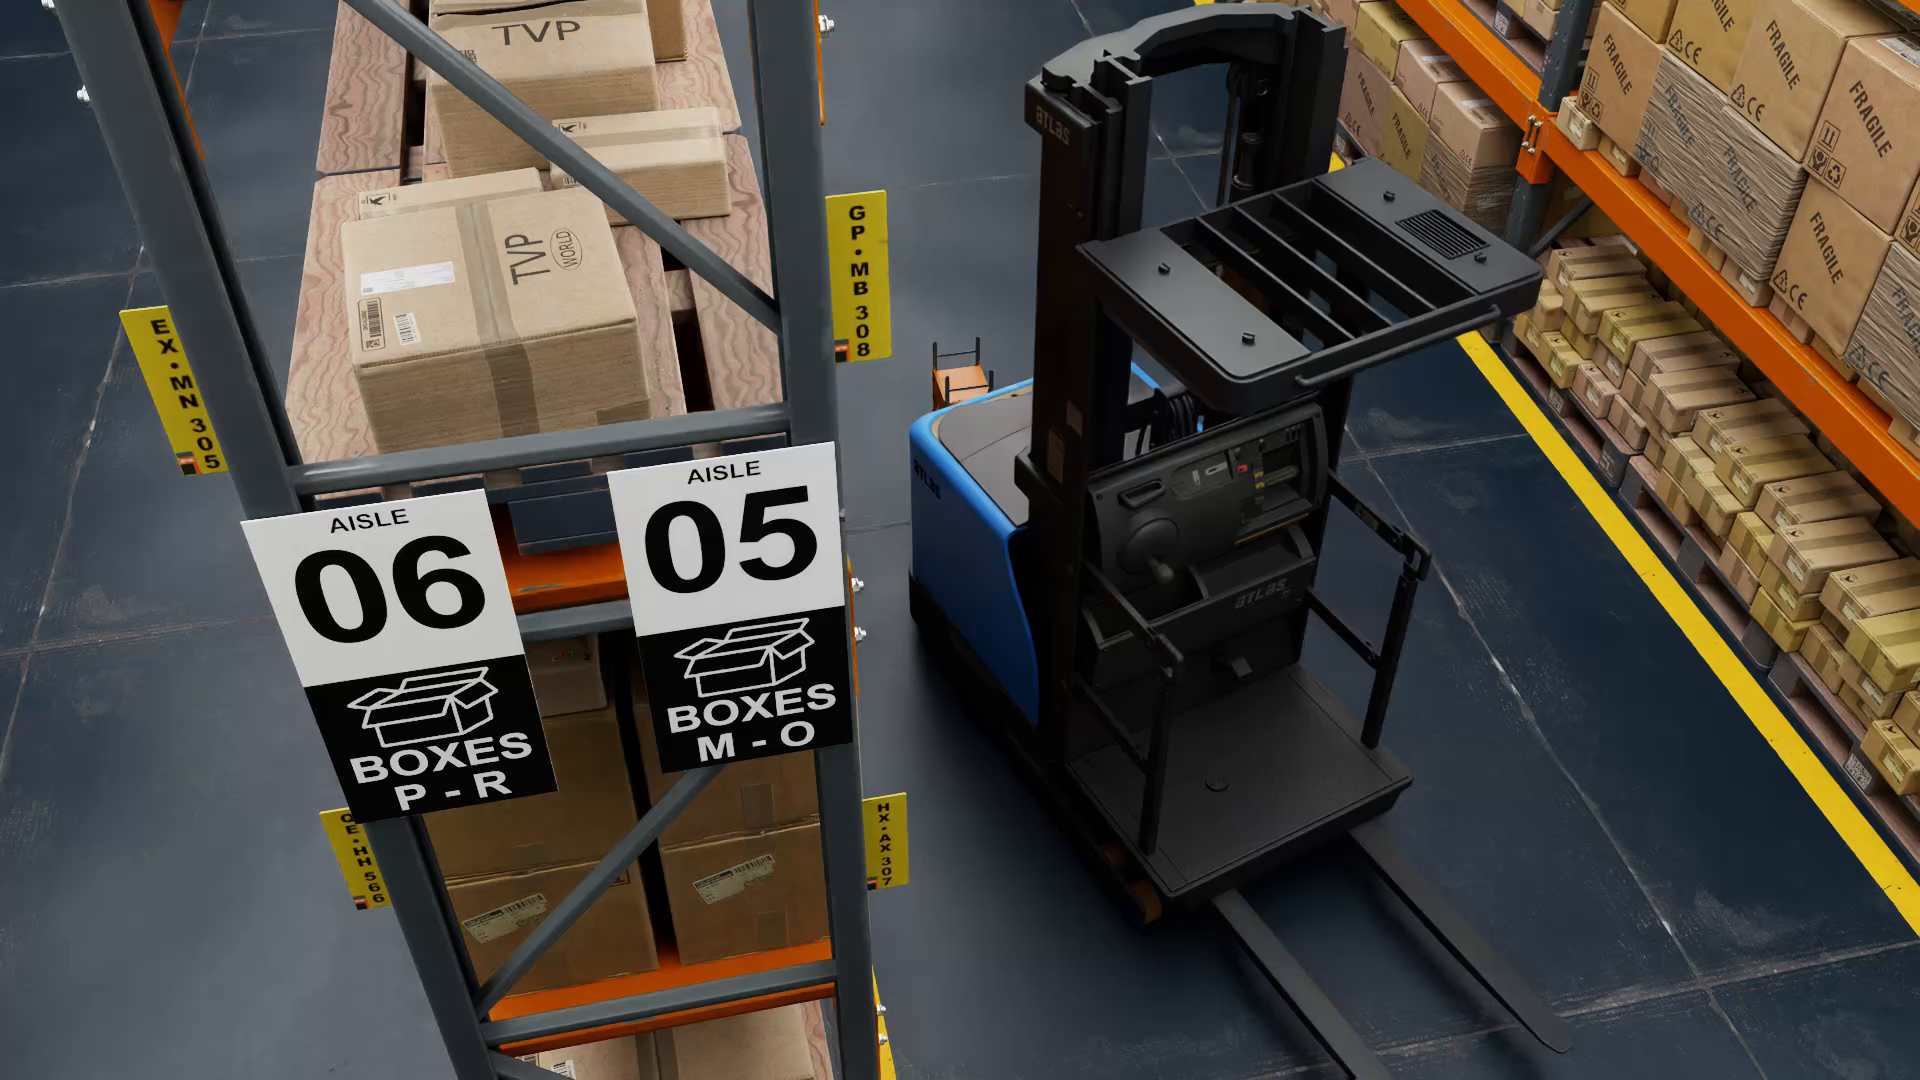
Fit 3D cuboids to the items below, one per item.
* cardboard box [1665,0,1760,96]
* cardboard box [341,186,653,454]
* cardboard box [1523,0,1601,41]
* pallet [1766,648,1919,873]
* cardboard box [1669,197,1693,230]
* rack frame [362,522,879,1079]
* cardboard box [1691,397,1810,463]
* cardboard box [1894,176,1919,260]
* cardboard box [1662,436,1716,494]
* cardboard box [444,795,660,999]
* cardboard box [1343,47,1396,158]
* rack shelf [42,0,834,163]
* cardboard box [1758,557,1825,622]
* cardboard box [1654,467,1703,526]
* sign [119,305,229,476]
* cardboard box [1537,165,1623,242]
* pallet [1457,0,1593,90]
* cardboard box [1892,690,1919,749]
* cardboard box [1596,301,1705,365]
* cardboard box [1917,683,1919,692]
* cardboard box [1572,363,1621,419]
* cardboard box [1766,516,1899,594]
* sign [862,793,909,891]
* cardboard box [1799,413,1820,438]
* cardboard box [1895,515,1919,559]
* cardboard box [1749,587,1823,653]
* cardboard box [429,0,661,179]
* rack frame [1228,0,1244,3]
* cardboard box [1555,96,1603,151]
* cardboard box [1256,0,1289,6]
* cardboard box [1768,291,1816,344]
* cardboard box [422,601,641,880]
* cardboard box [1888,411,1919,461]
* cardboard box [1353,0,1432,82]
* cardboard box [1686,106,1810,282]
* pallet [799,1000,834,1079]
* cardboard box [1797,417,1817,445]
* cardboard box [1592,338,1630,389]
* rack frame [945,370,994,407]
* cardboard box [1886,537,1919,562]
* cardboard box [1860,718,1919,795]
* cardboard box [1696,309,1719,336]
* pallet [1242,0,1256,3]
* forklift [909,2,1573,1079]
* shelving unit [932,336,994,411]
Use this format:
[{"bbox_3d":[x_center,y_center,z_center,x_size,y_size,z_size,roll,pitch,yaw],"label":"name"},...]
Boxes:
[{"bbox_3d":[3.223,-2.111,6.597,0.500,0.500,0.500,-10,42,-11],"label":"cardboard box"},{"bbox_3d":[-0.897,-0.421,3.208,0.500,0.250,0.500,-12,43,-13],"label":"cardboard box"},{"bbox_3d":[2.958,-2.541,8.008,0.380,0.149,0.250,-9,42,-10],"label":"cardboard box"},{"bbox_3d":[3.943,0.805,6.465,1.003,0.211,1.213,-8,42,-9],"label":"pallet"},{"bbox_3d":[3.268,-1.426,7.068,0.380,0.149,0.250,-10,43,-11],"label":"cardboard box"},{"bbox_3d":[-0.712,1.118,4.012,1.000,3.000,0.127,-8,42,-9],"label":"rack frame"},{"bbox_3d":[3.406,-0.459,7.172,0.380,0.149,0.250,-10,43,-11],"label":"cardboard box"},{"bbox_3d":[3.528,-1.104,5.464,0.500,0.500,0.500,-6,42,-7],"label":"cardboard box"},{"bbox_3d":[3.317,-0.337,7.259,0.380,0.149,0.250,-9,42,-10],"label":"cardboard box"},{"bbox_3d":[-1.074,0.806,4.289,0.500,0.500,0.500,-8,42,-9],"label":"cardboard box"},{"bbox_3d":[2.614,-2.581,9.746,0.500,0.500,0.500,-9,42,-10],"label":"cardboard box"},{"bbox_3d":[-1.143,-2.003,3.853,1.077,0.370,4.000,-8,42,-9],"label":"rack shelf"},{"bbox_3d":[3.469,0.170,6.688,0.380,0.149,0.250,-8,42,-9],"label":"cardboard box"},{"bbox_3d":[3.321,-0.223,7.354,0.380,0.149,0.250,-9,42,-10],"label":"cardboard box"},{"bbox_3d":[-1.244,-0.236,2.671,0.100,0.325,0.005,-8,42,-9],"label":"sign"},{"bbox_3d":[3.336,-1.988,9.079,0.500,0.500,0.500,-7,42,-8],"label":"cardboard box"},{"bbox_3d":[3.214,-2.694,8.451,1.003,0.211,1.213,-8,42,-9],"label":"pallet"},{"bbox_3d":[3.704,0.663,6.132,0.380,0.149,0.250,-9,42,-10],"label":"cardboard box"},{"bbox_3d":[3.213,-0.966,7.743,0.380,0.149,0.250,-9,42,-10],"label":"cardboard box"},{"bbox_3d":[3.740,0.552,6.033,0.380,0.149,0.250,-8,42,-8],"label":"cardboard box"},{"bbox_3d":[3.163,-0.732,7.928,0.380,0.149,0.250,-9,42,-9],"label":"cardboard box"},{"bbox_3d":[3.454,0.059,6.588,0.380,0.149,0.250,-7,42,-8],"label":"cardboard box"},{"bbox_3d":[-0.168,0.689,3.784,0.100,0.325,0.005,-8,42,-9],"label":"sign"},{"bbox_3d":[3.921,-0.534,7.257,0.380,0.149,0.250,-10,43,-11],"label":"cardboard box"},{"bbox_3d":[4.027,-0.031,6.690,0.380,0.149,0.250,-7,42,-8],"label":"cardboard box"},{"bbox_3d":[3.473,0.291,6.776,0.380,0.149,0.250,-10,43,-11],"label":"cardboard box"},{"bbox_3d":[-0.986,-1.142,3.975,0.500,0.311,0.500,-8,42,-9],"label":"cardboard box"},{"bbox_3d":[2.373,-4.842,10.727,1.000,3.000,0.127,-8,42,-9],"label":"rack frame"},{"bbox_3d":[2.978,-1.925,7.630,0.380,0.149,0.250,-7,42,-8],"label":"cardboard box"},{"bbox_3d":[2.277,-3.569,10.860,0.500,0.500,0.500,-10,43,-11],"label":"cardboard box"},{"bbox_3d":[3.413,-0.911,6.488,0.380,0.149,0.250,-7,42,-8],"label":"cardboard box"},{"bbox_3d":[-1.048,0.429,3.961,0.500,0.500,0.500,-7,42,-8],"label":"cardboard box"},{"bbox_3d":[3.562,-0.397,5.909,0.380,0.149,0.250,-10,43,-11],"label":"cardboard box"},{"bbox_3d":[2.603,-2.874,9.512,0.500,0.250,0.500,-10,43,-11],"label":"cardboard box"},{"bbox_3d":[3.285,-1.389,6.538,0.500,0.500,0.500,-9,42,-10],"label":"cardboard box"},{"bbox_3d":[-0.961,1.654,5.509,1.003,0.211,1.213,-8,42,-9],"label":"pallet"},{"bbox_3d":[3.831,-0.432,7.366,0.380,0.149,0.250,-10,43,-11],"label":"cardboard box"},{"bbox_3d":[3.232,-0.867,7.856,0.380,0.149,0.250,-9,42,-10],"label":"cardboard box"},{"bbox_3d":[0.038,-0.279,7.055,0.200,1.050,0.008,-8,42,-9],"label":"rack frame"},{"bbox_3d":[3.995,0.093,6.774,0.380,0.149,0.250,-10,43,-11],"label":"cardboard box"},{"bbox_3d":[3.628,0.789,6.214,0.380,0.149,0.250,-7,42,-8],"label":"cardboard box"},{"bbox_3d":[3.722,-1.049,7.837,0.380,0.149,0.250,-9,42,-10],"label":"cardboard box"},{"bbox_3d":[2.540,-3.293,11.082,1.003,0.211,1.213,-8,42,-9],"label":"pallet"},{"bbox_3d":[0.948,-0.066,5.398,1.130,2.935,3.031,-20,46,-22],"label":"forklift"},{"bbox_3d":[0.012,-0.358,7.144,0.215,1.050,0.252,-8,42,-9],"label":"shelving unit"}]
